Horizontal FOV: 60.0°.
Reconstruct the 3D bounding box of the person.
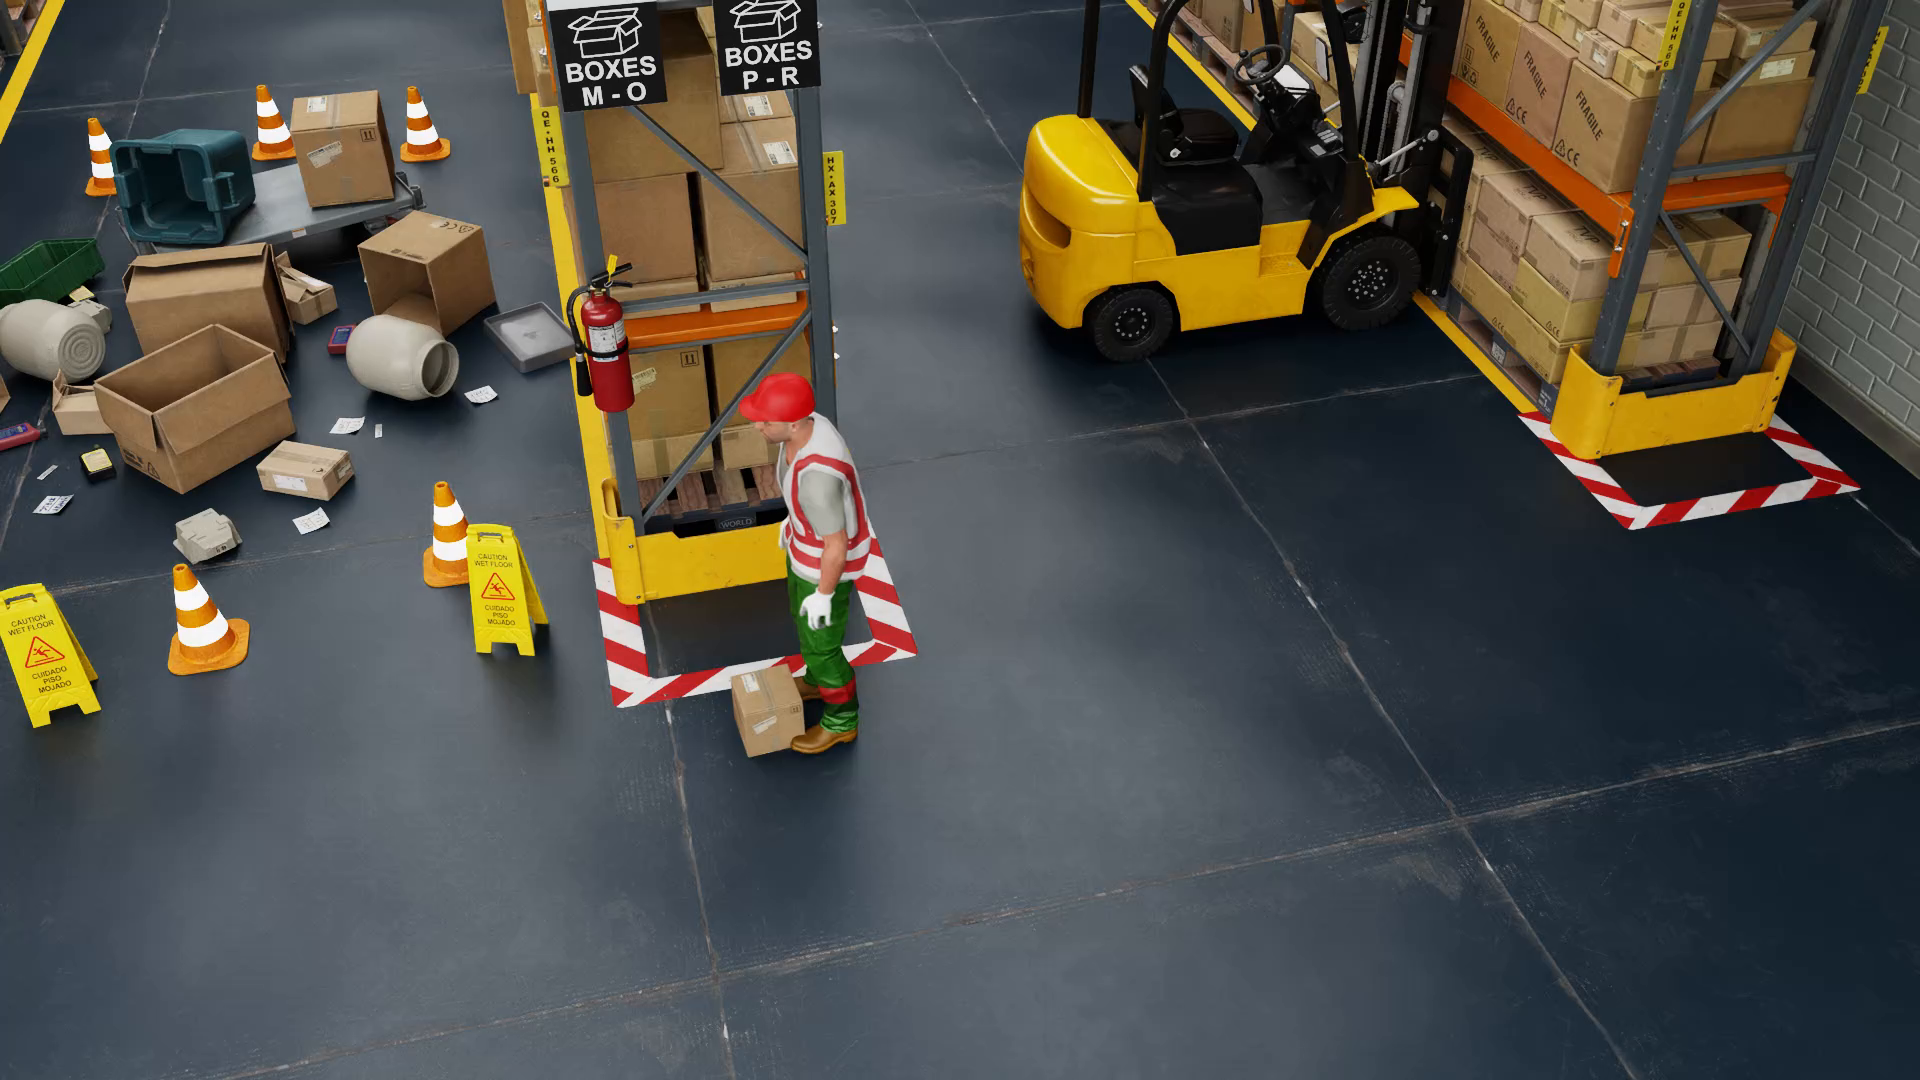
[{"bbox_3d":[-0.594,0.081,6.598,0.454,1.779,0.610,-10,39,-12],"label":"person"}]
